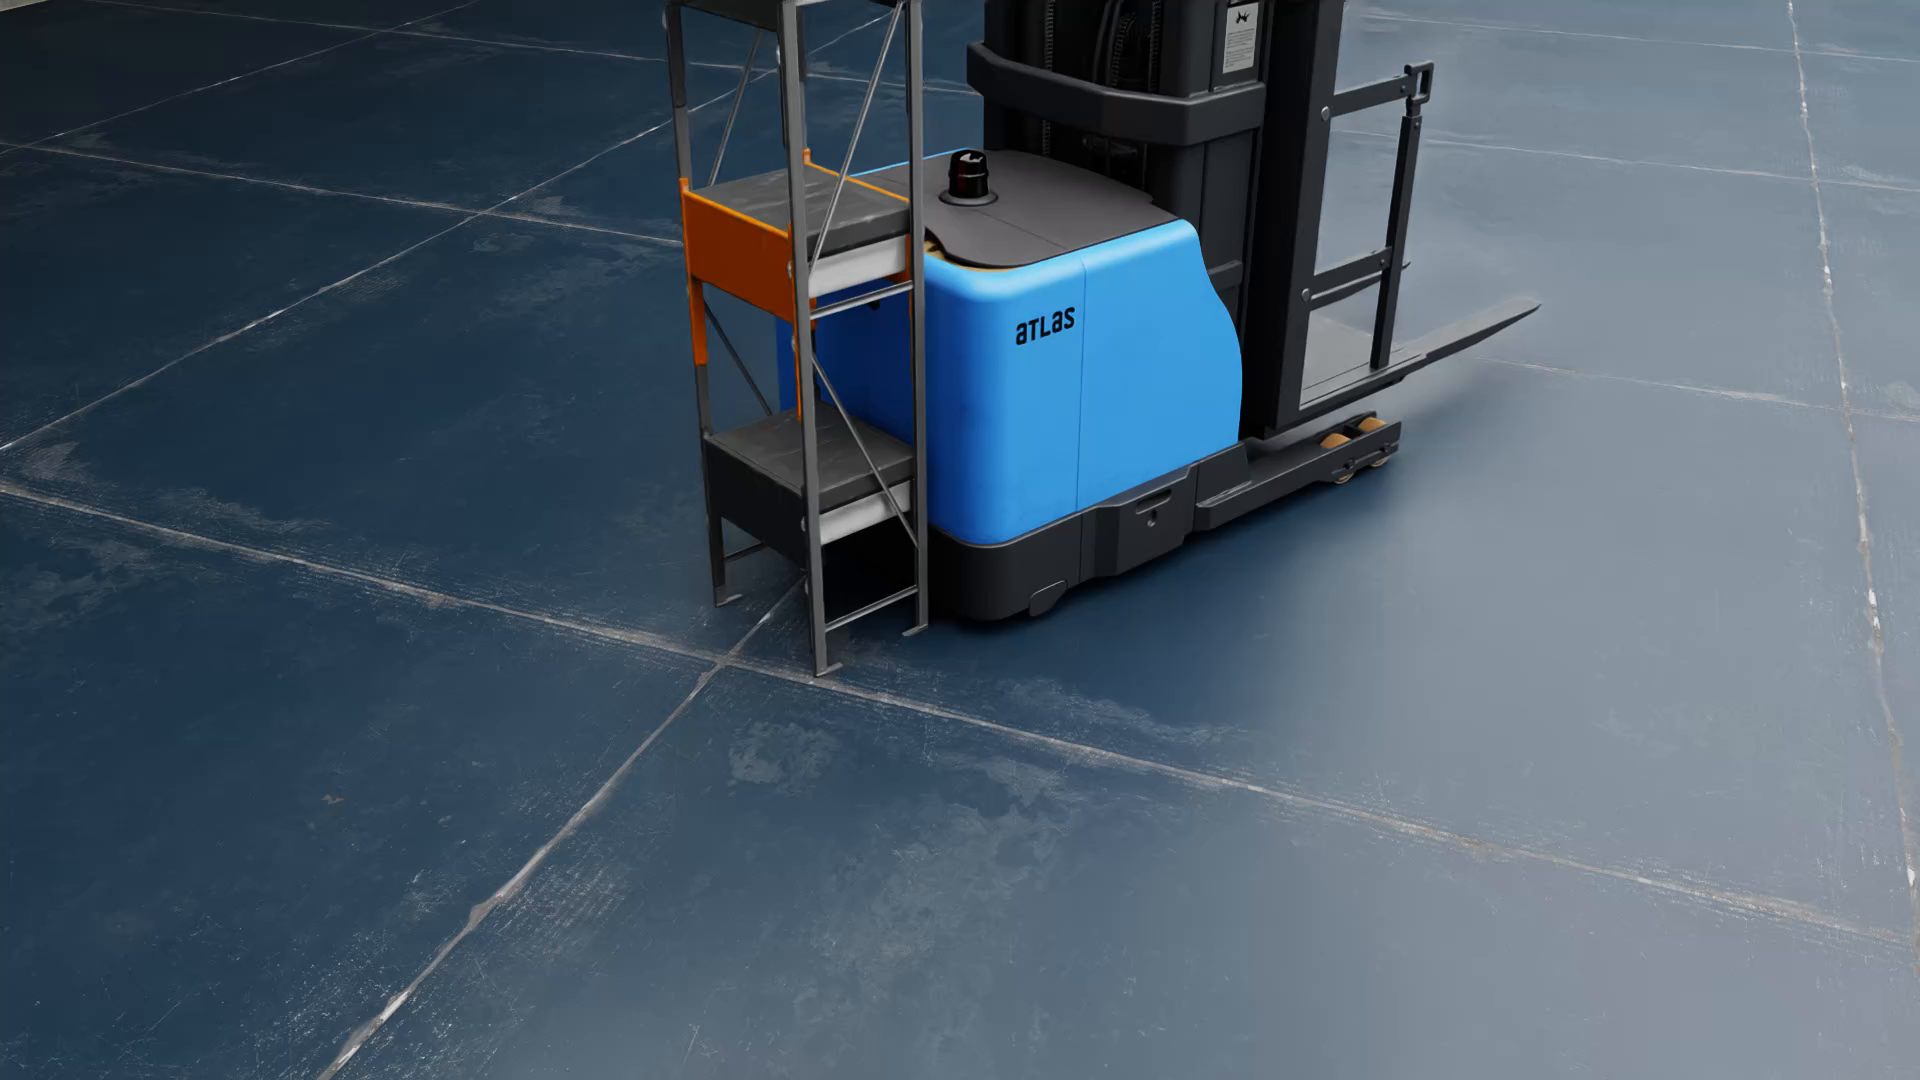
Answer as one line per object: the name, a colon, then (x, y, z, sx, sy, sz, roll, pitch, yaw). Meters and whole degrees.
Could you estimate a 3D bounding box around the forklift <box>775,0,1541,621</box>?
forklift: (0.875, -1.641, 5.175, 3.031, 2.935, 1.130, -23, 37, -34)

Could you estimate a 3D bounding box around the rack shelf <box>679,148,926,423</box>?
rack shelf: (-0.407, -0.677, 4.341, 0.431, 0.518, 0.480, -23, 37, -35)

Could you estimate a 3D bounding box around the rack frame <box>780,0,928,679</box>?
rack frame: (-0.247, -0.598, 4.174, 0.400, 2.100, 0.015, -23, 37, -35)

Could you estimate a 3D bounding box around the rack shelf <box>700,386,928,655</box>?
rack shelf: (-0.407, -0.067, 4.686, 0.431, 0.518, 0.480, -23, 37, -35)

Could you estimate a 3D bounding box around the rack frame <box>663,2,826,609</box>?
rack frame: (-0.568, -0.779, 4.494, 0.400, 2.100, 0.015, -23, 37, -35)

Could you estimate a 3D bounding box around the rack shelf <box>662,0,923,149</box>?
rack shelf: (-0.407, -1.286, 3.997, 0.431, 0.518, 0.480, -23, 37, -35)

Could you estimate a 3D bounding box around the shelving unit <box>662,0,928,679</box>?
shelving unit: (-0.407, -0.689, 4.334, 0.431, 2.100, 0.503, -23, 37, -35)
